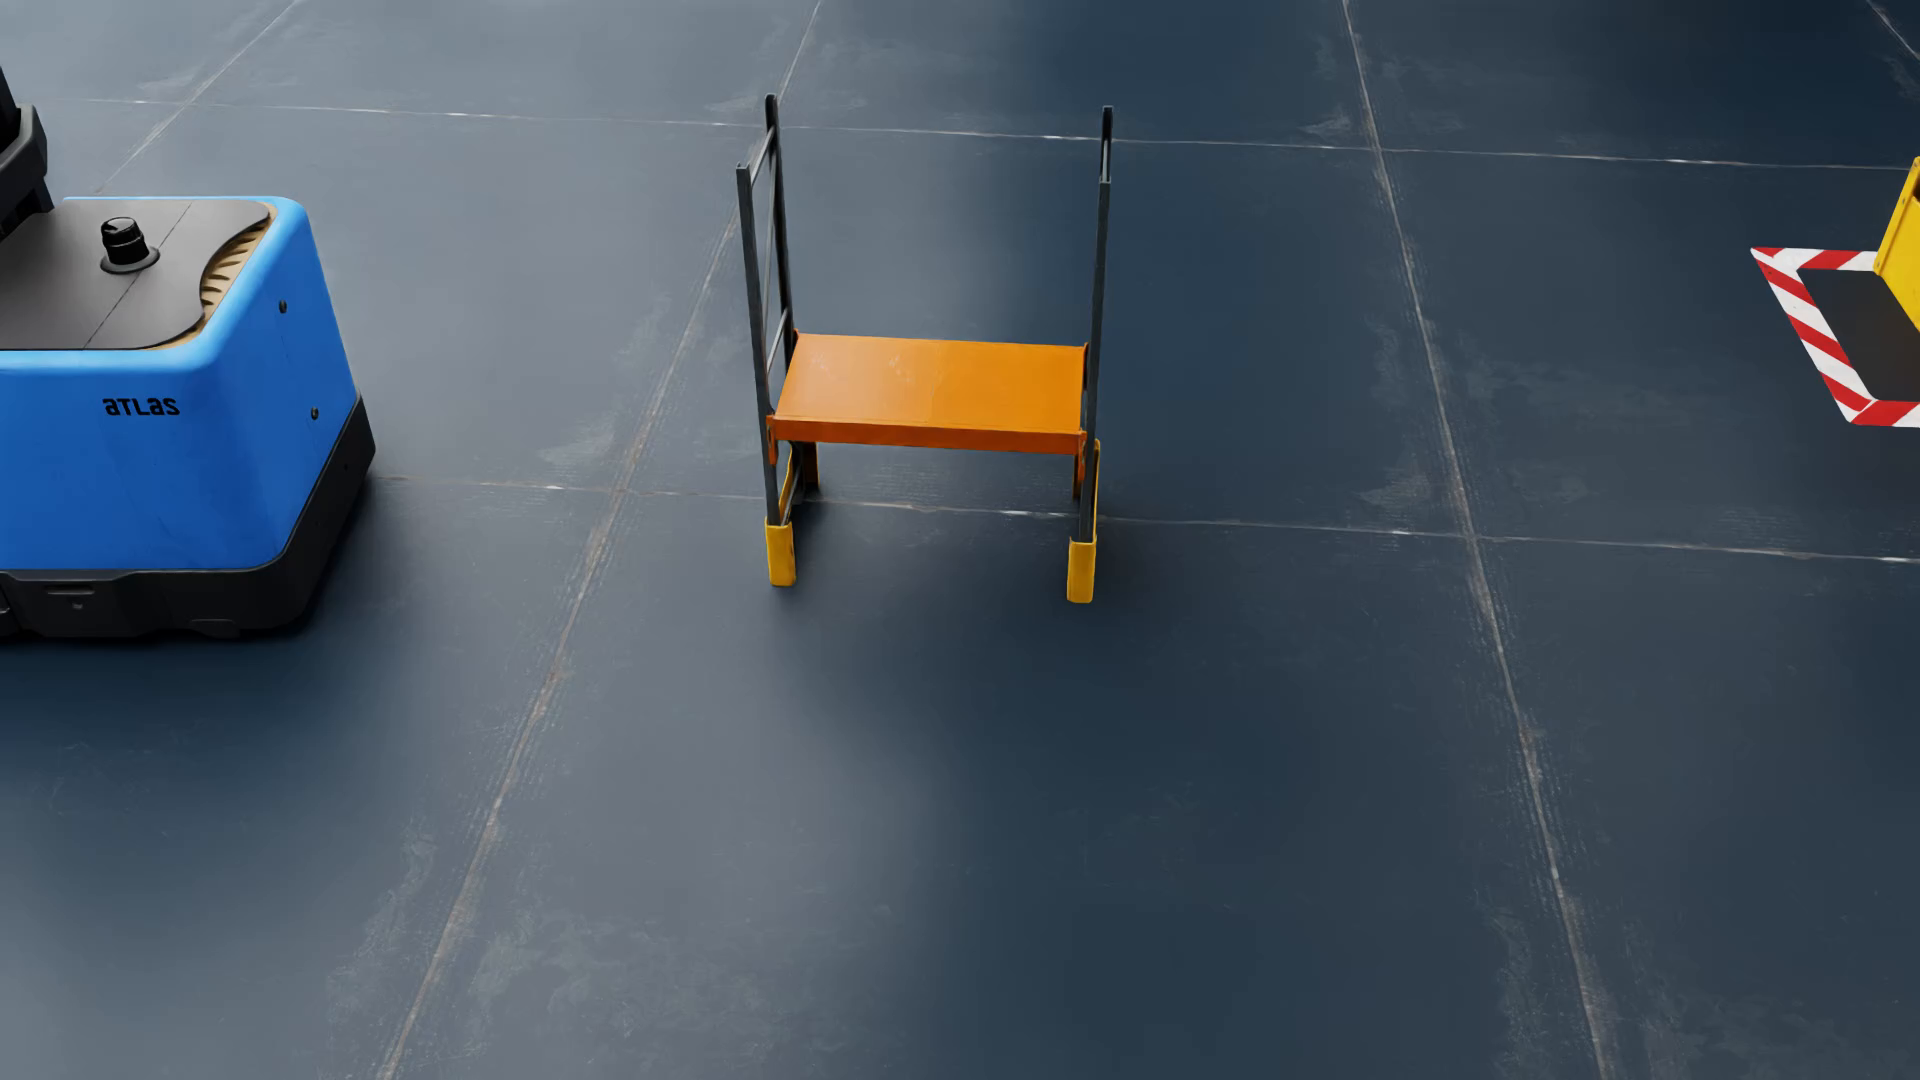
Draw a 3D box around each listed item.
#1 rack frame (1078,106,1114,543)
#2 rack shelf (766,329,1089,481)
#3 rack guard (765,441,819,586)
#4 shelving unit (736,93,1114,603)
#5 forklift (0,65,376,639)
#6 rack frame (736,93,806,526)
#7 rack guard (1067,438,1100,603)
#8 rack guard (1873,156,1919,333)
[{"bbox_3d":[0.421,-0.559,5.248,0.032,1.500,0.500,3,39,4],"label":"rack frame"},{"bbox_3d":[-0.085,-0.447,5.396,1.000,0.185,0.538,3,39,4],"label":"rack shelf"},{"bbox_3d":[-0.572,-0.128,5.710,0.087,0.250,0.587,3,39,4],"label":"rack guard"},{"bbox_3d":[-0.076,-0.586,5.282,1.083,1.500,0.587,3,39,4],"label":"shelving unit"},{"bbox_3d":[-3.630,-1.124,4.809,3.031,2.935,1.130,0,39,0],"label":"forklift"},{"bbox_3d":[-0.591,-0.614,5.316,0.032,1.500,0.500,3,39,4],"label":"rack frame"},{"bbox_3d":[0.420,-0.074,5.643,0.087,0.250,0.587,3,39,4],"label":"rack guard"},{"bbox_3d":[4.076,-1.031,6.621,0.348,0.500,1.175,3,39,4],"label":"rack guard"}]
